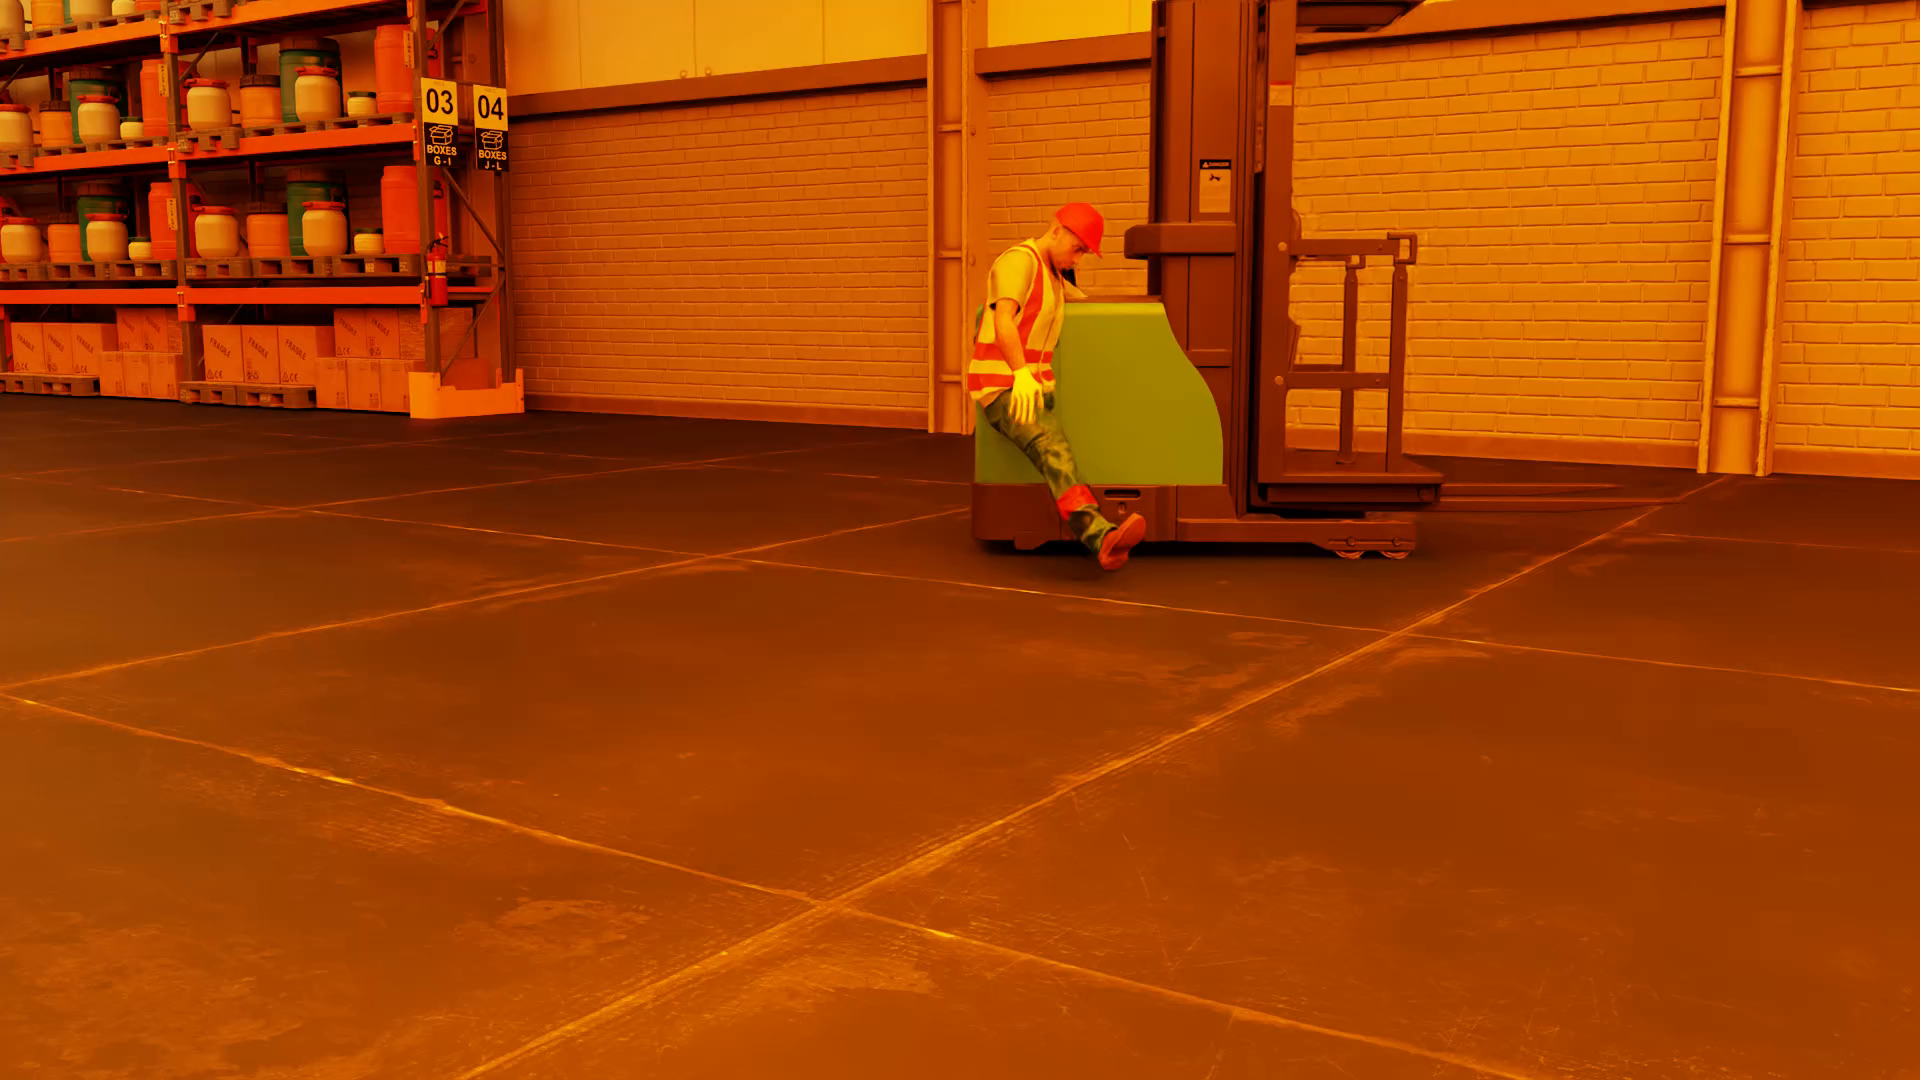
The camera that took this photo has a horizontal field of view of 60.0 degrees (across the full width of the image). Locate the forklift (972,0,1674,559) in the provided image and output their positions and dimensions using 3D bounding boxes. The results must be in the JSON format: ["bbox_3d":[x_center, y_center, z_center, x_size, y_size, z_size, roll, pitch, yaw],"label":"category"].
[{"bbox_3d":[1.577,-1.446,7.363,3.031,2.935,1.130,0,8,2],"label":"forklift"}]

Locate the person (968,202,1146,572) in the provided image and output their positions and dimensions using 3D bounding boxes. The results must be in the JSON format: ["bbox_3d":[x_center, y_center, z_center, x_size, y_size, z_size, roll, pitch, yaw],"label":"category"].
[{"bbox_3d":[0.556,-0.674,6.942,1.045,1.451,1.137,6,10,34],"label":"person"}]
